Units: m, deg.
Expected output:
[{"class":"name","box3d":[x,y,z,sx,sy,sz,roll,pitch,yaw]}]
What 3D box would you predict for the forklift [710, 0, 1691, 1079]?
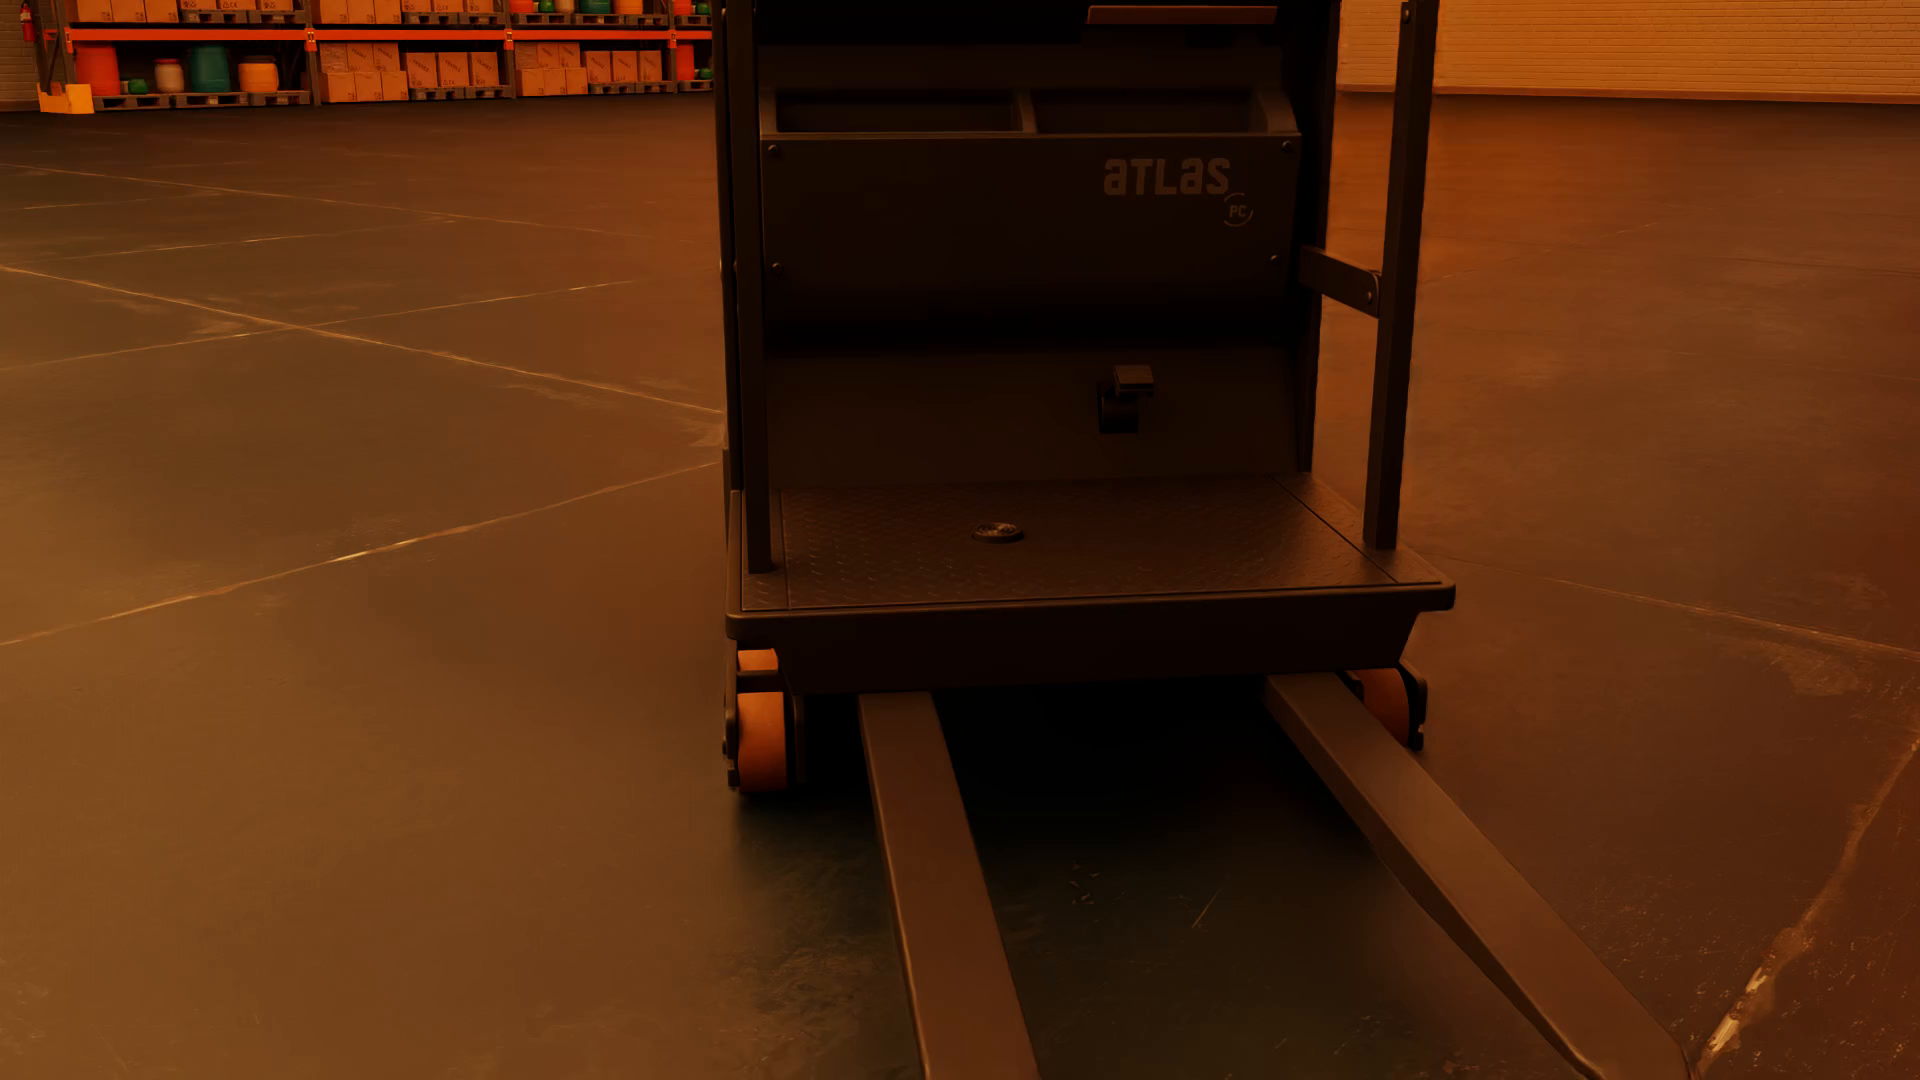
[{"class":"forklift","box3d":[0.149,-1.107,2.544,1.130,2.935,3.031,-2,17,-7]}]
